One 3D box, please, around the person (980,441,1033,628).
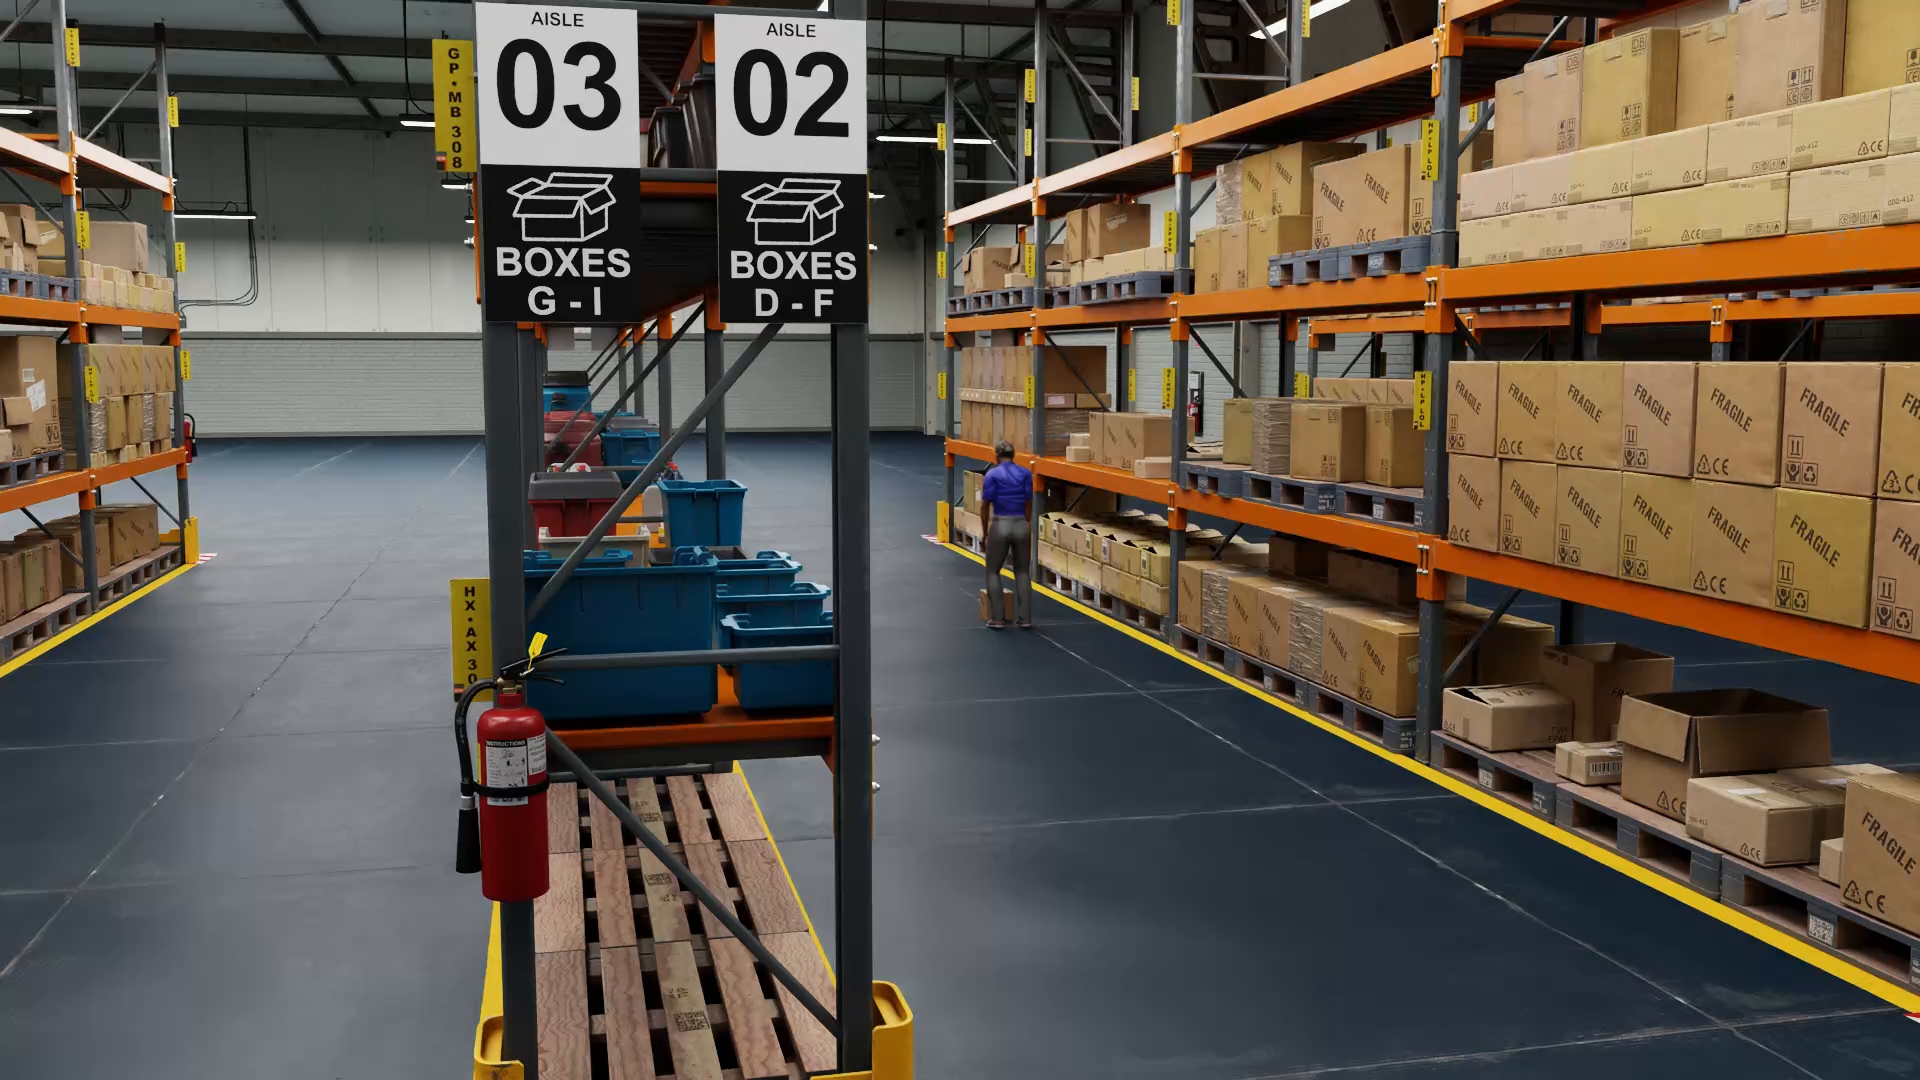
[{"bbox_3d":[0.399,-0.040,14.315,0.454,1.618,0.361,-1,6,-12],"label":"person"}]
